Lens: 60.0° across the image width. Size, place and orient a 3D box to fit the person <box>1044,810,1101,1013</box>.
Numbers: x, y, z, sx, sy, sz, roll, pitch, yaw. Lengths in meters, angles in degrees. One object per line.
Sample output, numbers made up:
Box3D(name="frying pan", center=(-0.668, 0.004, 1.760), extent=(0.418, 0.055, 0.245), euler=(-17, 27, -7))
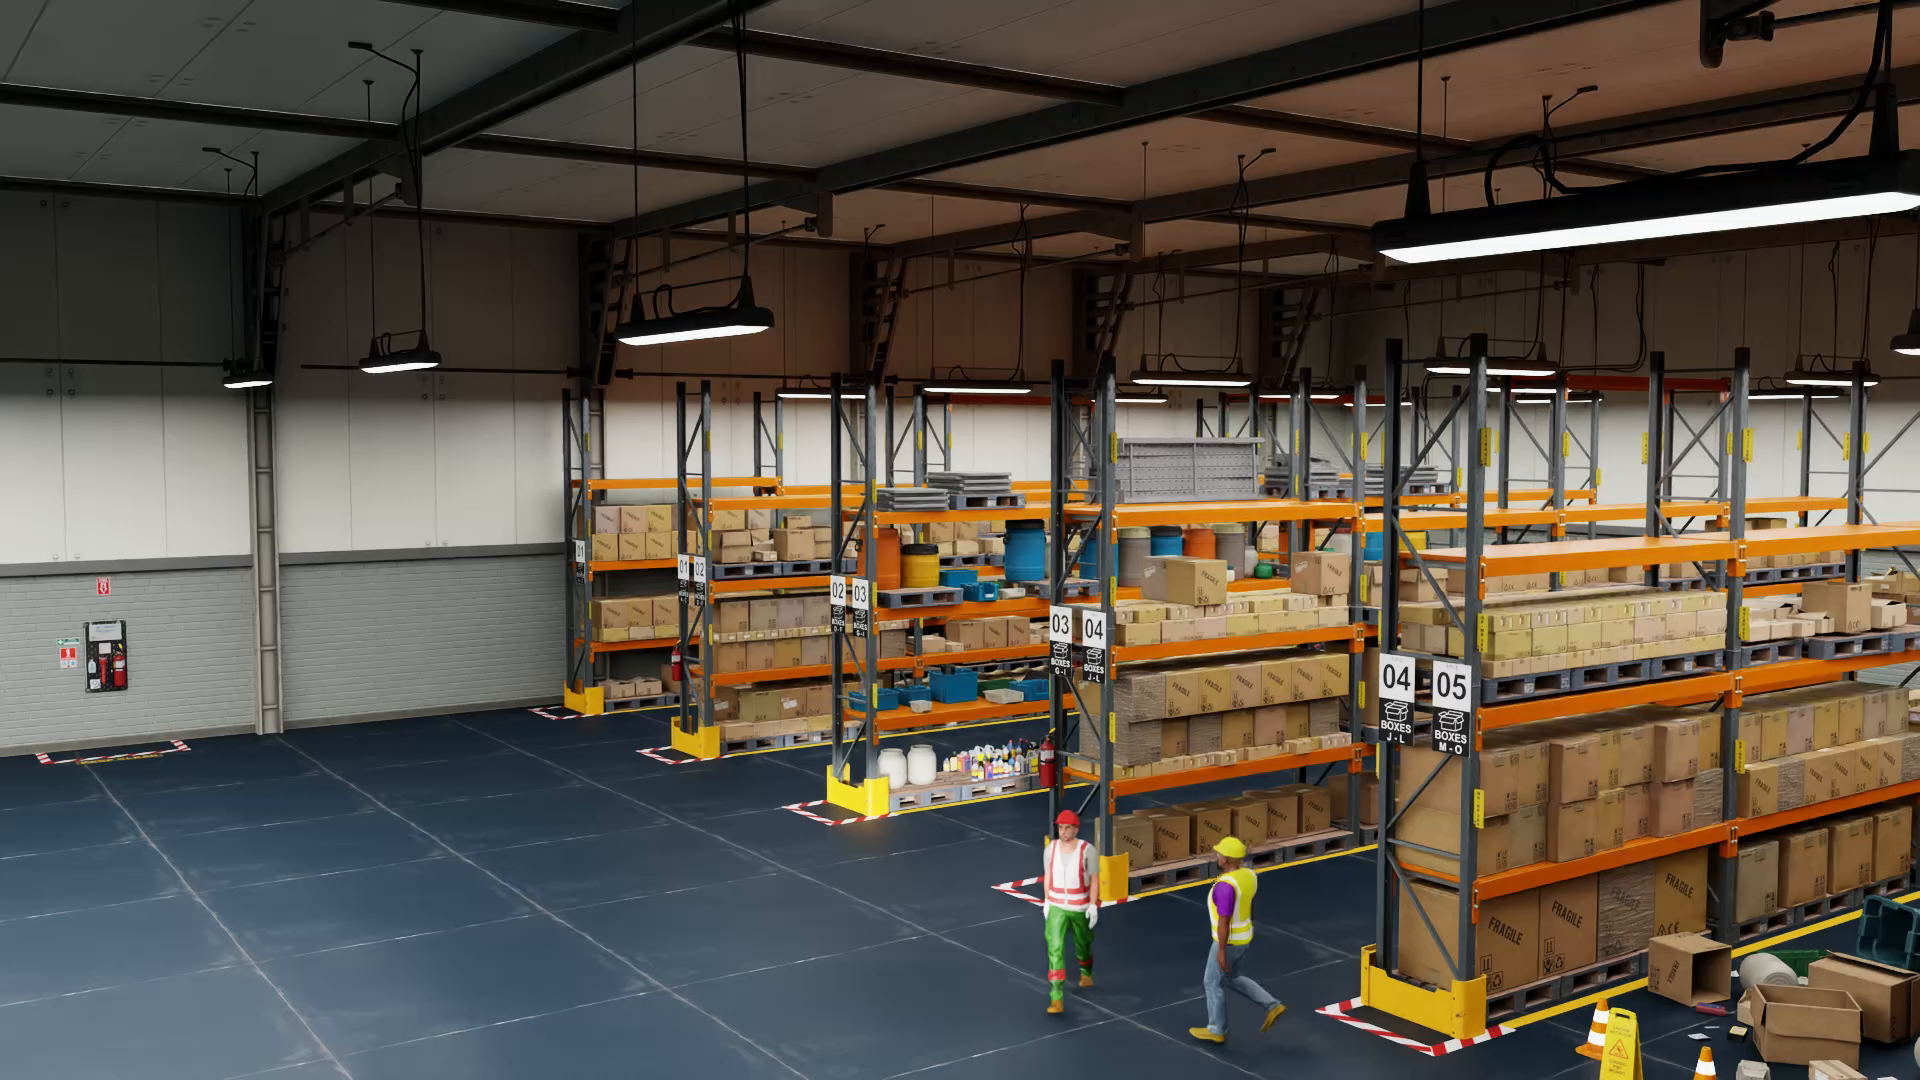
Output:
Box3D(name="person", center=(1.003, 3.319, 15.044), extent=(0.563, 1.757, 1.002), euler=(1, 4, 17))

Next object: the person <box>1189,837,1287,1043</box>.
Box3D(name="person", center=(2.343, 3.378, 14.036), extent=(0.795, 1.748, 0.580), euler=(1, 4, 22))
